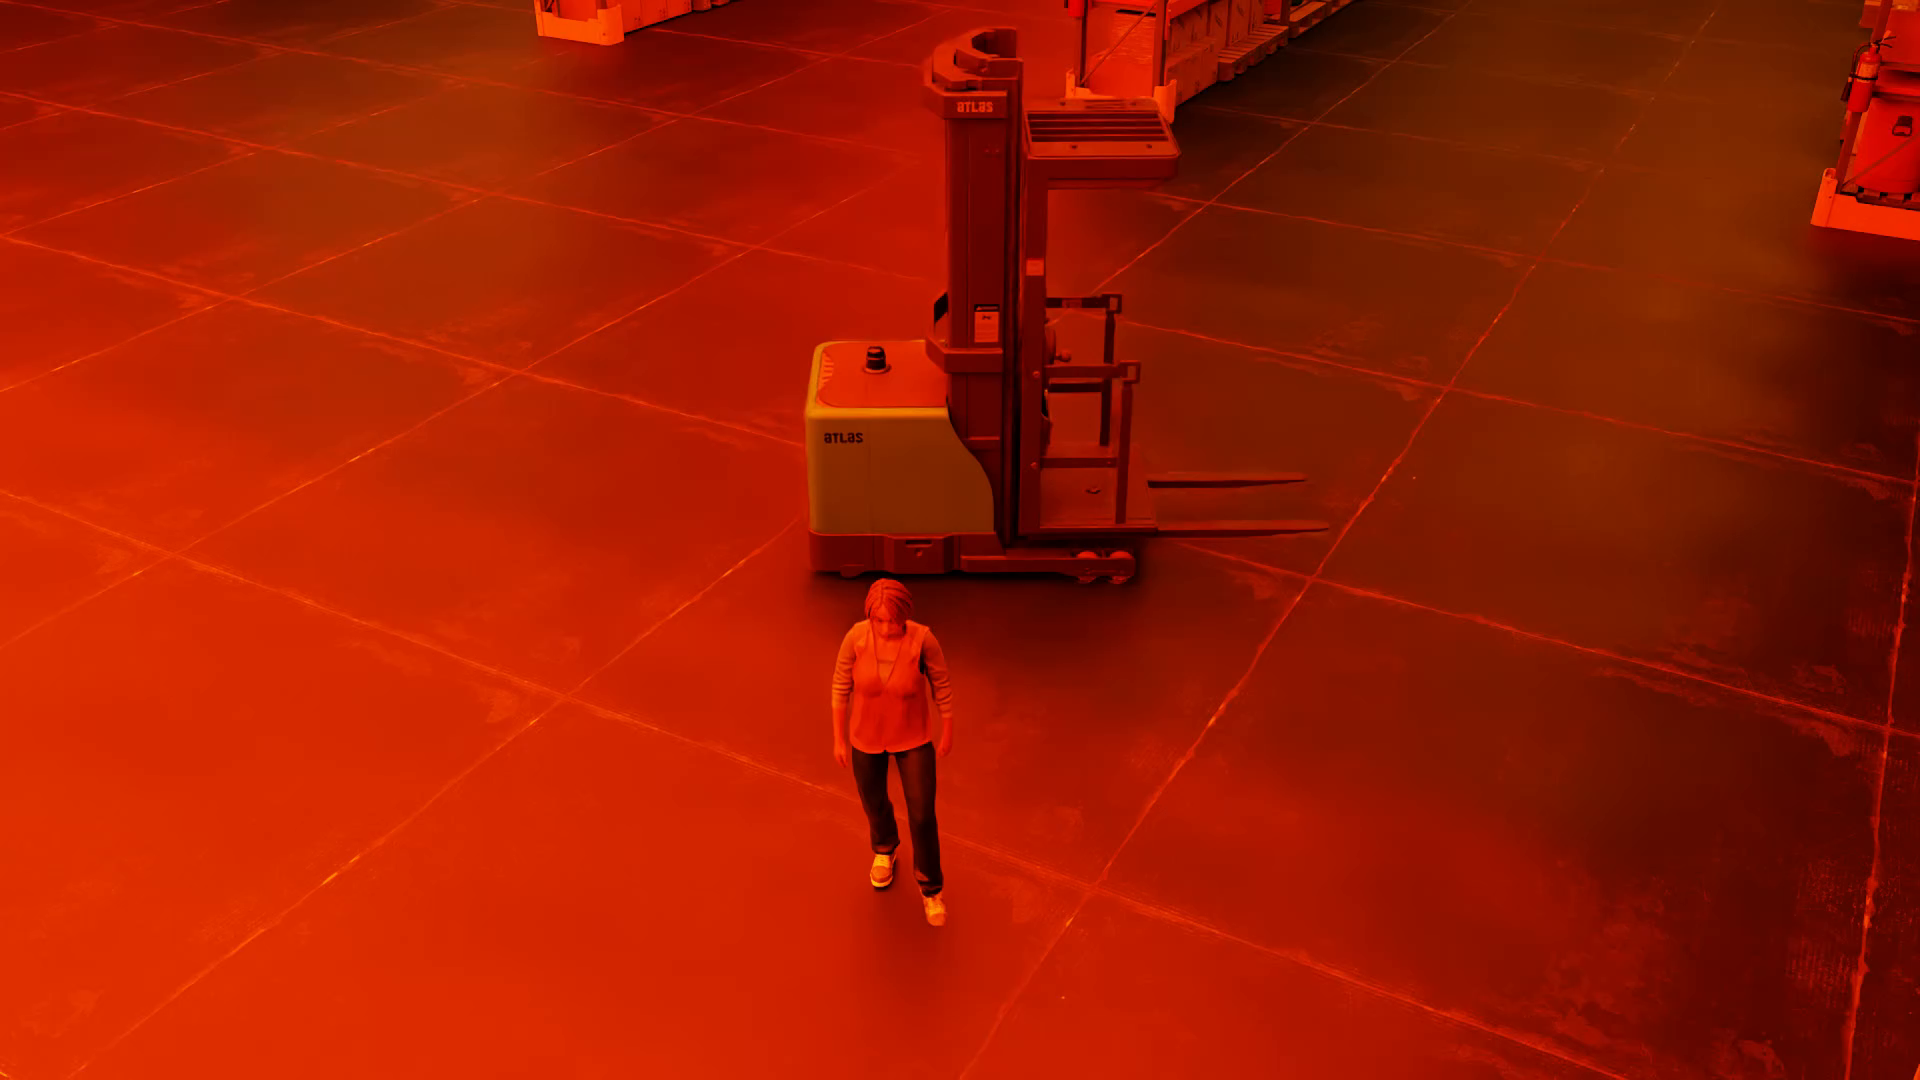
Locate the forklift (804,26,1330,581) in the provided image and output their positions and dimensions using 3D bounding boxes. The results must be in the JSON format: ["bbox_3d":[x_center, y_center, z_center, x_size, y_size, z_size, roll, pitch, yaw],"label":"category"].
[{"bbox_3d":[0.637,-1.301,9.325,3.031,2.935,1.130,0,30,-1],"label":"forklift"}]

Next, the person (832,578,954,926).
[{"bbox_3d":[-0.285,0.868,6.975,0.514,1.627,0.490,4,30,6],"label":"person"}]
